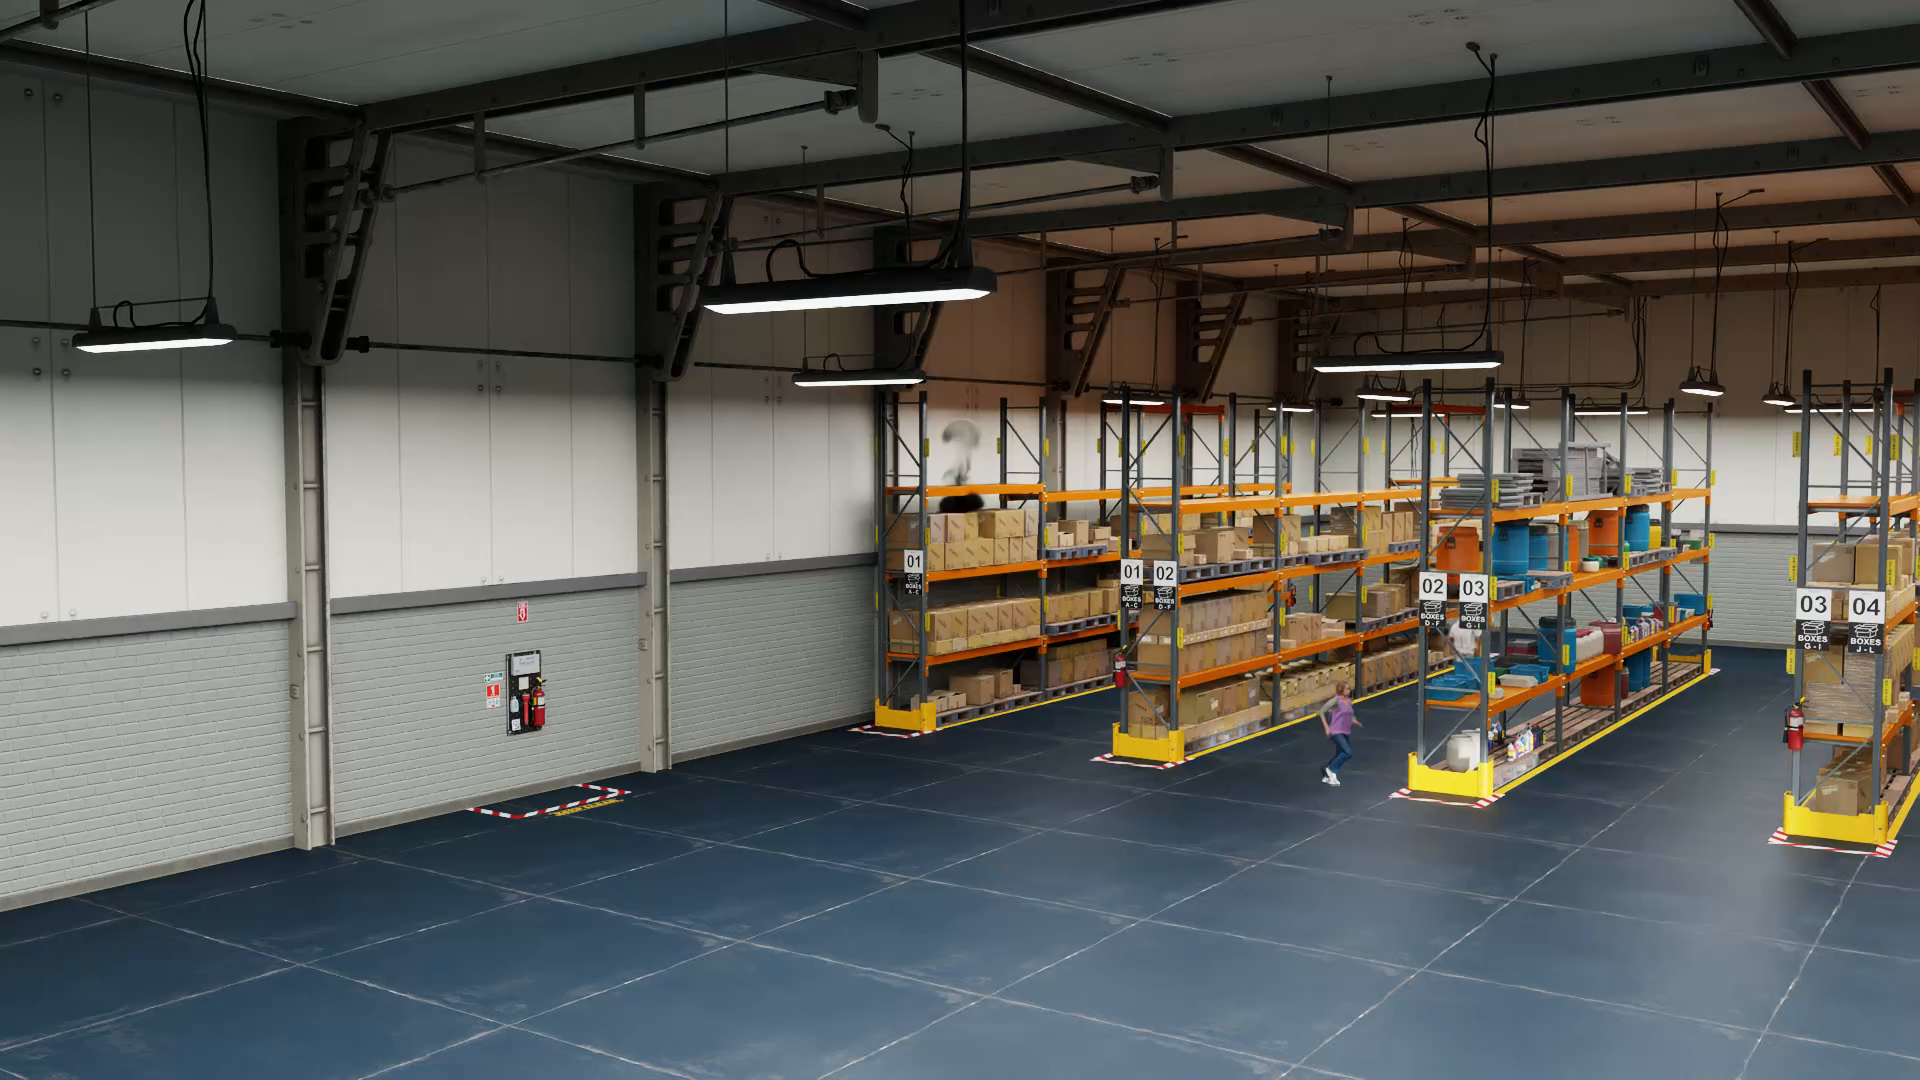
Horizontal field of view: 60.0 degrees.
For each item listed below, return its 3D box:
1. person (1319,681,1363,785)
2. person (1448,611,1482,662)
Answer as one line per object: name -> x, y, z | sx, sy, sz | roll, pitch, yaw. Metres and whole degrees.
person -> 5.604, 2.849, 24.446 | 0.509, 1.554, 0.689 | -3, 4, -43
person -> 10.242, 2.275, 33.703 | 0.705, 1.737, 0.662 | 2, 4, 35
